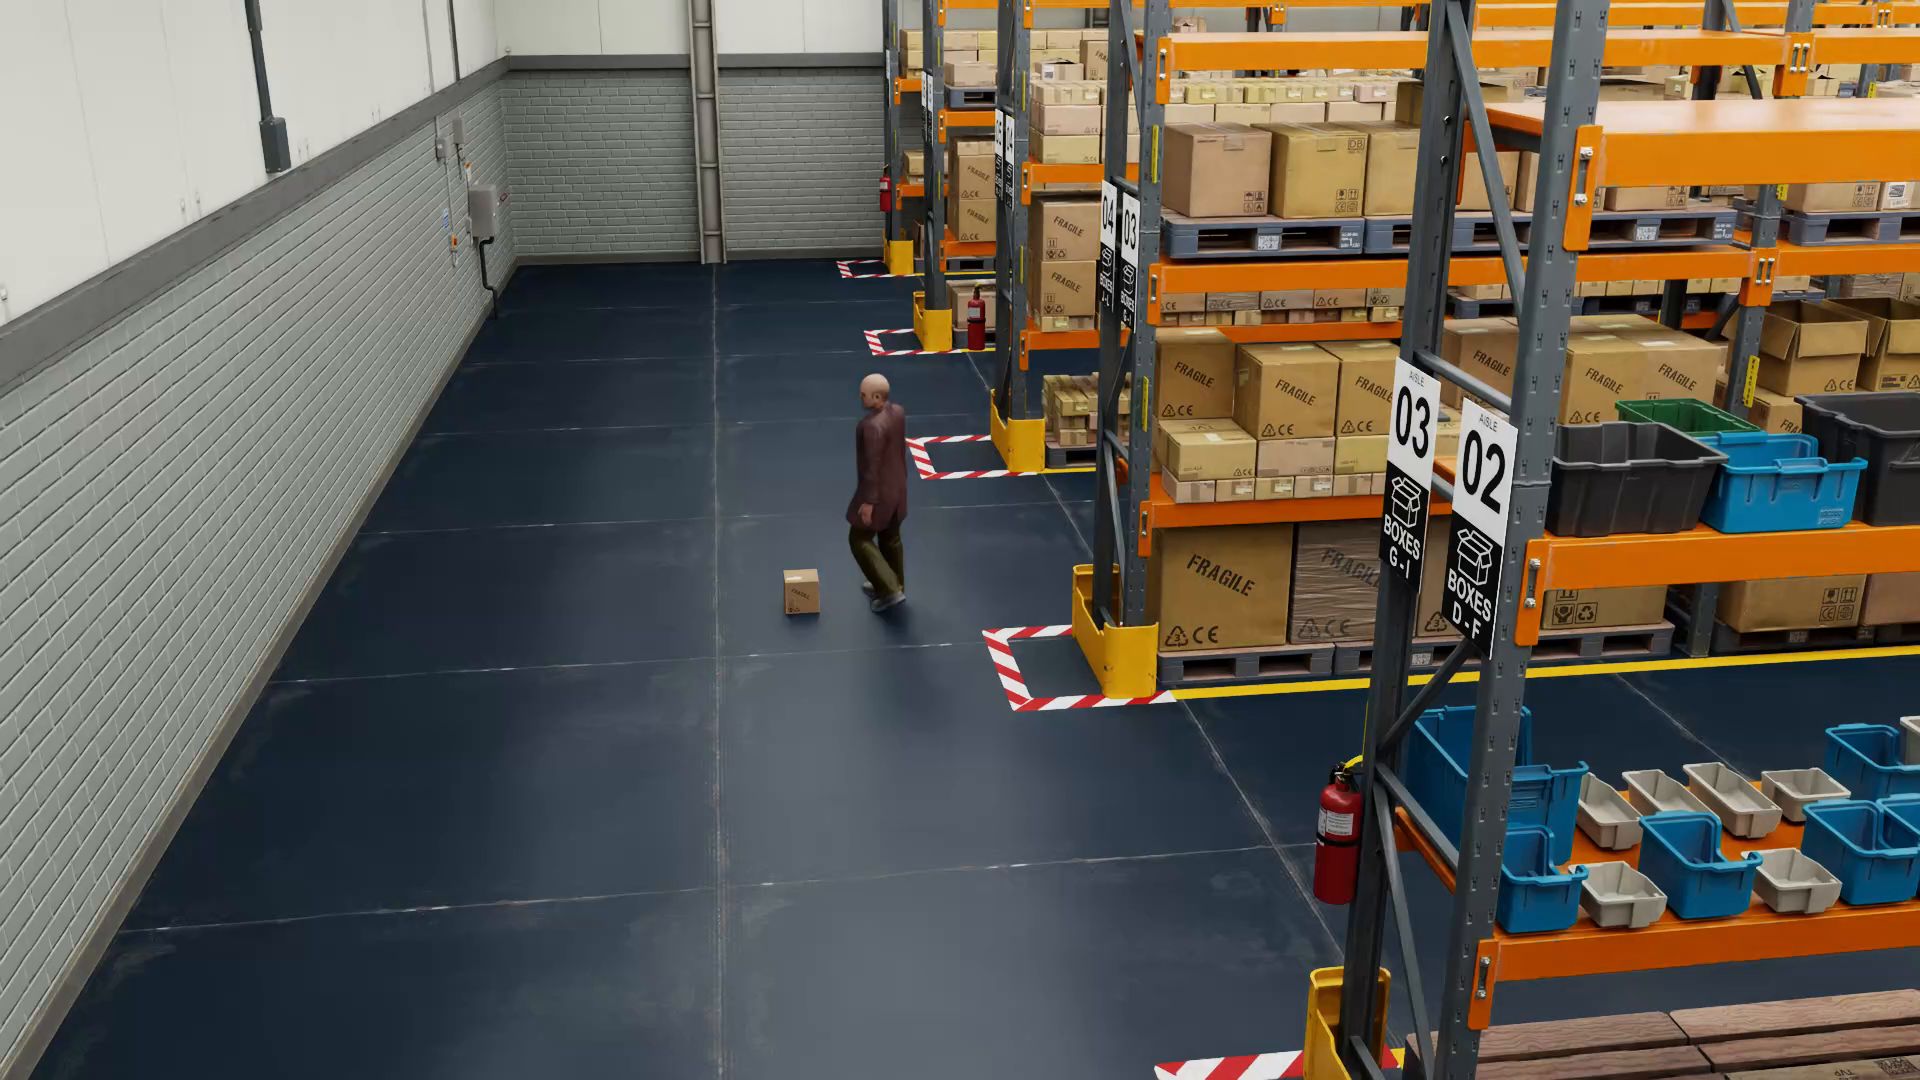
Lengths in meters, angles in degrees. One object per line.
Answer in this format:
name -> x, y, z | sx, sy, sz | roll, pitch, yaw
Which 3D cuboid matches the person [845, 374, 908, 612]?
person -> -0.554, -0.354, 12.073 | 0.555, 1.773, 0.666 | 9, 22, 24
